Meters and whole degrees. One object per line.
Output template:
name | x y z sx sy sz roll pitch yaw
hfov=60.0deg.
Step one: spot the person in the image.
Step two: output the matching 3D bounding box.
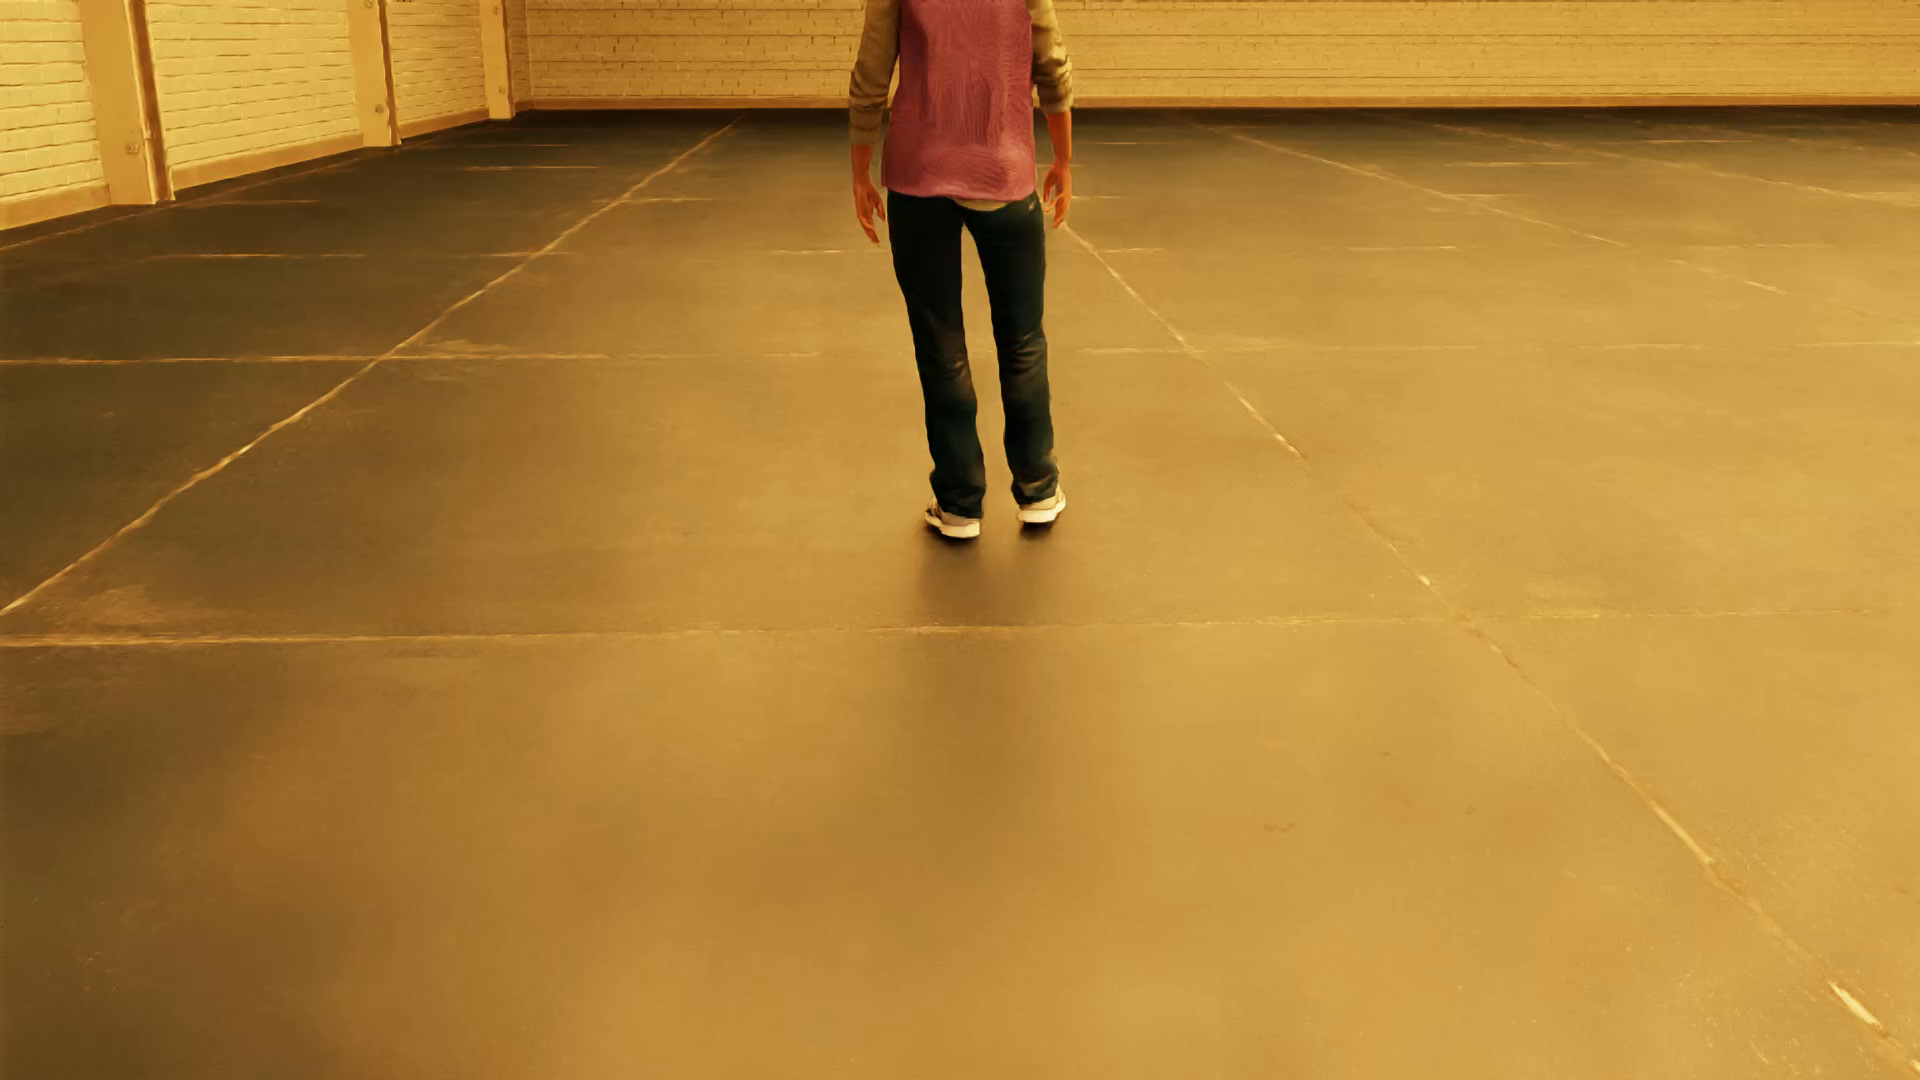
person | 0.010 -0.792 3.754 0.520 1.597 0.474 -1 17 -3
